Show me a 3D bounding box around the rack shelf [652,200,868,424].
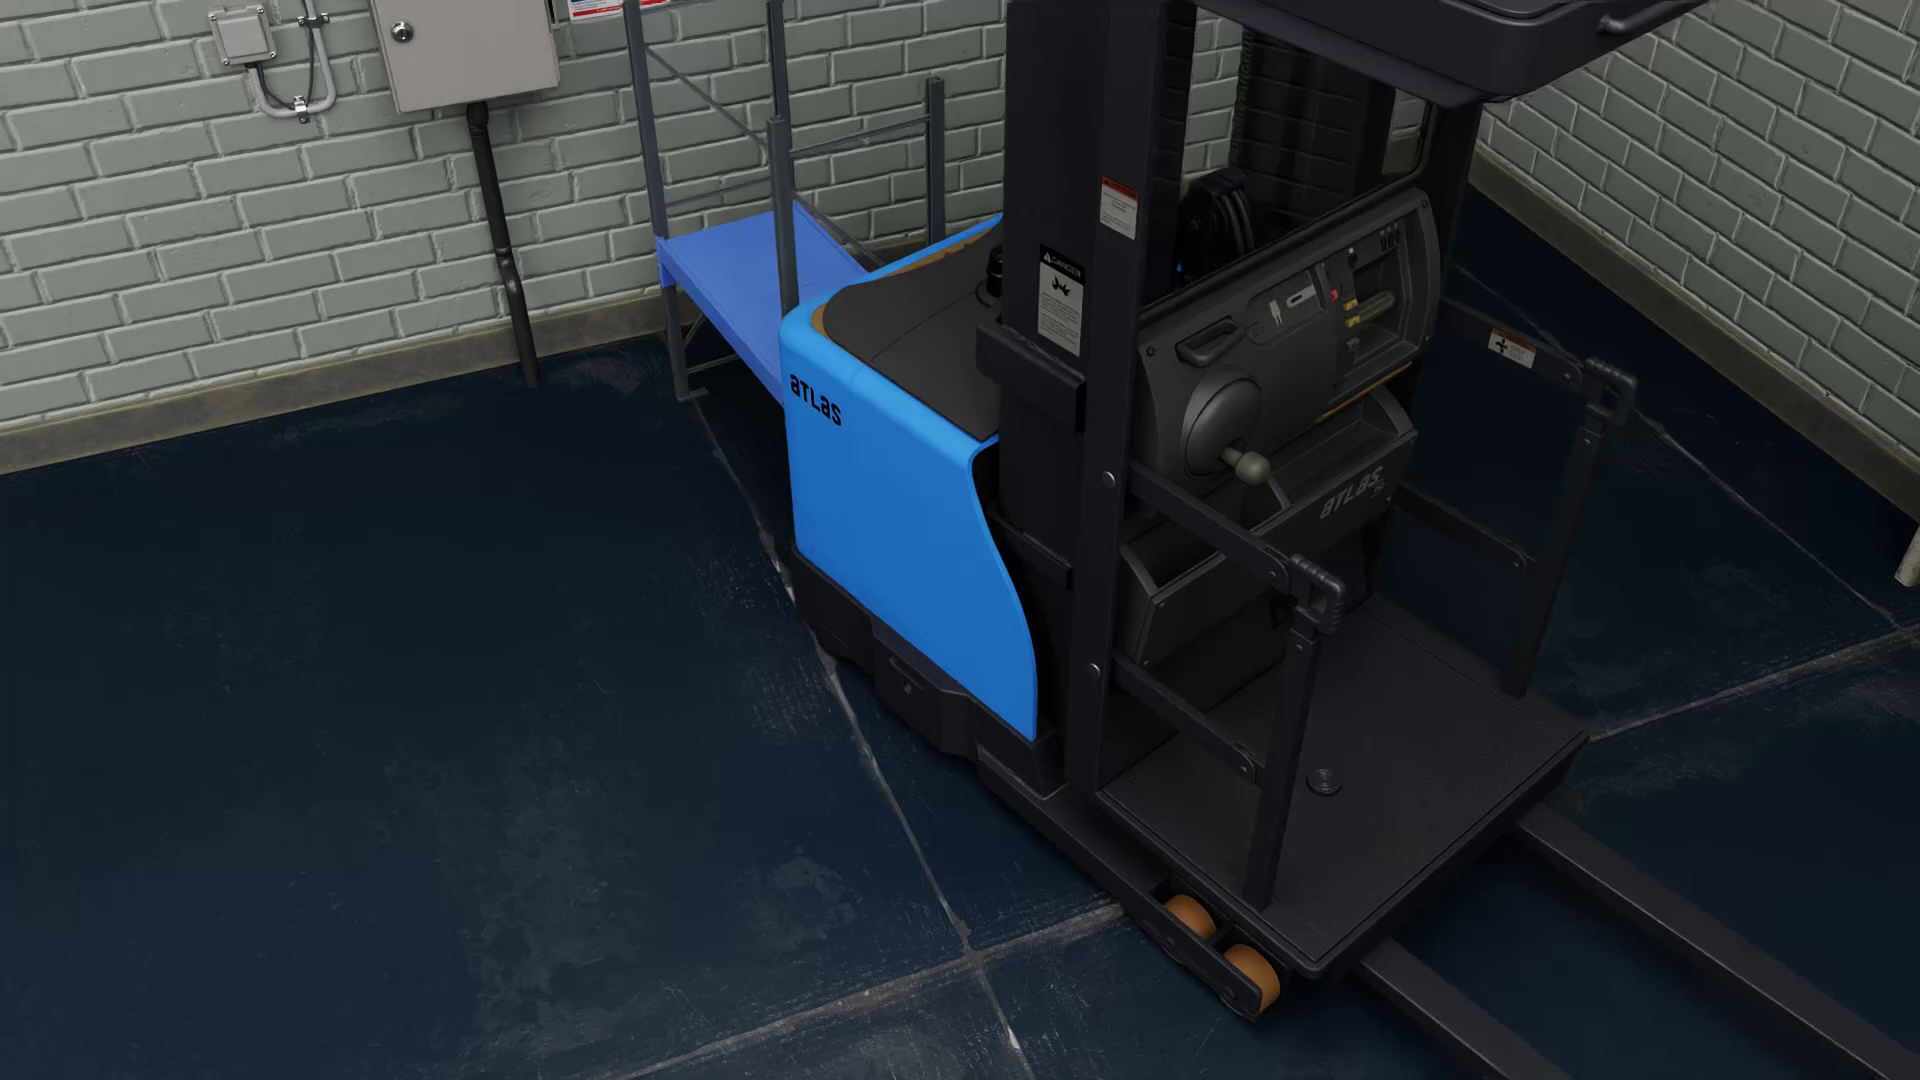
[{"bbox_3d":[-0.519,-0.715,5.207,0.538,0.185,1.000,-21,45,-22],"label":"rack shelf"}]

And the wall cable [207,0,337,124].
[{"bbox_3d":[-2.168,-1.994,4.488,0.588,1.984,0.122,-15,43,-17],"label":"wall cable"}]

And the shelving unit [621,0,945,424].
[{"bbox_3d":[-0.519,-0.852,5.090,0.538,1.500,1.048,-21,45,-22],"label":"shelving unit"}]

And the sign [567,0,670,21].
[{"bbox_3d":[-1.100,-1.896,5.227,0.329,0.494,0.001,-15,43,-17],"label":"sign"}]

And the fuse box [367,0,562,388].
[{"bbox_3d":[-1.477,-1.195,5.327,0.539,1.711,0.414,-15,43,-17],"label":"fuse box"}]

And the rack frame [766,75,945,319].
[{"bbox_3d":[-0.265,-0.564,4.756,0.500,1.500,0.032,-21,45,-22],"label":"rack frame"}]

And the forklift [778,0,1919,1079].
[{"bbox_3d":[0.863,-0.365,3.427,1.130,2.935,3.031,-30,49,-30],"label":"forklift"}]

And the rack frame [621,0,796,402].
[{"bbox_3d":[-0.772,-1.139,5.424,0.500,1.500,0.032,-21,45,-22],"label":"rack frame"}]
